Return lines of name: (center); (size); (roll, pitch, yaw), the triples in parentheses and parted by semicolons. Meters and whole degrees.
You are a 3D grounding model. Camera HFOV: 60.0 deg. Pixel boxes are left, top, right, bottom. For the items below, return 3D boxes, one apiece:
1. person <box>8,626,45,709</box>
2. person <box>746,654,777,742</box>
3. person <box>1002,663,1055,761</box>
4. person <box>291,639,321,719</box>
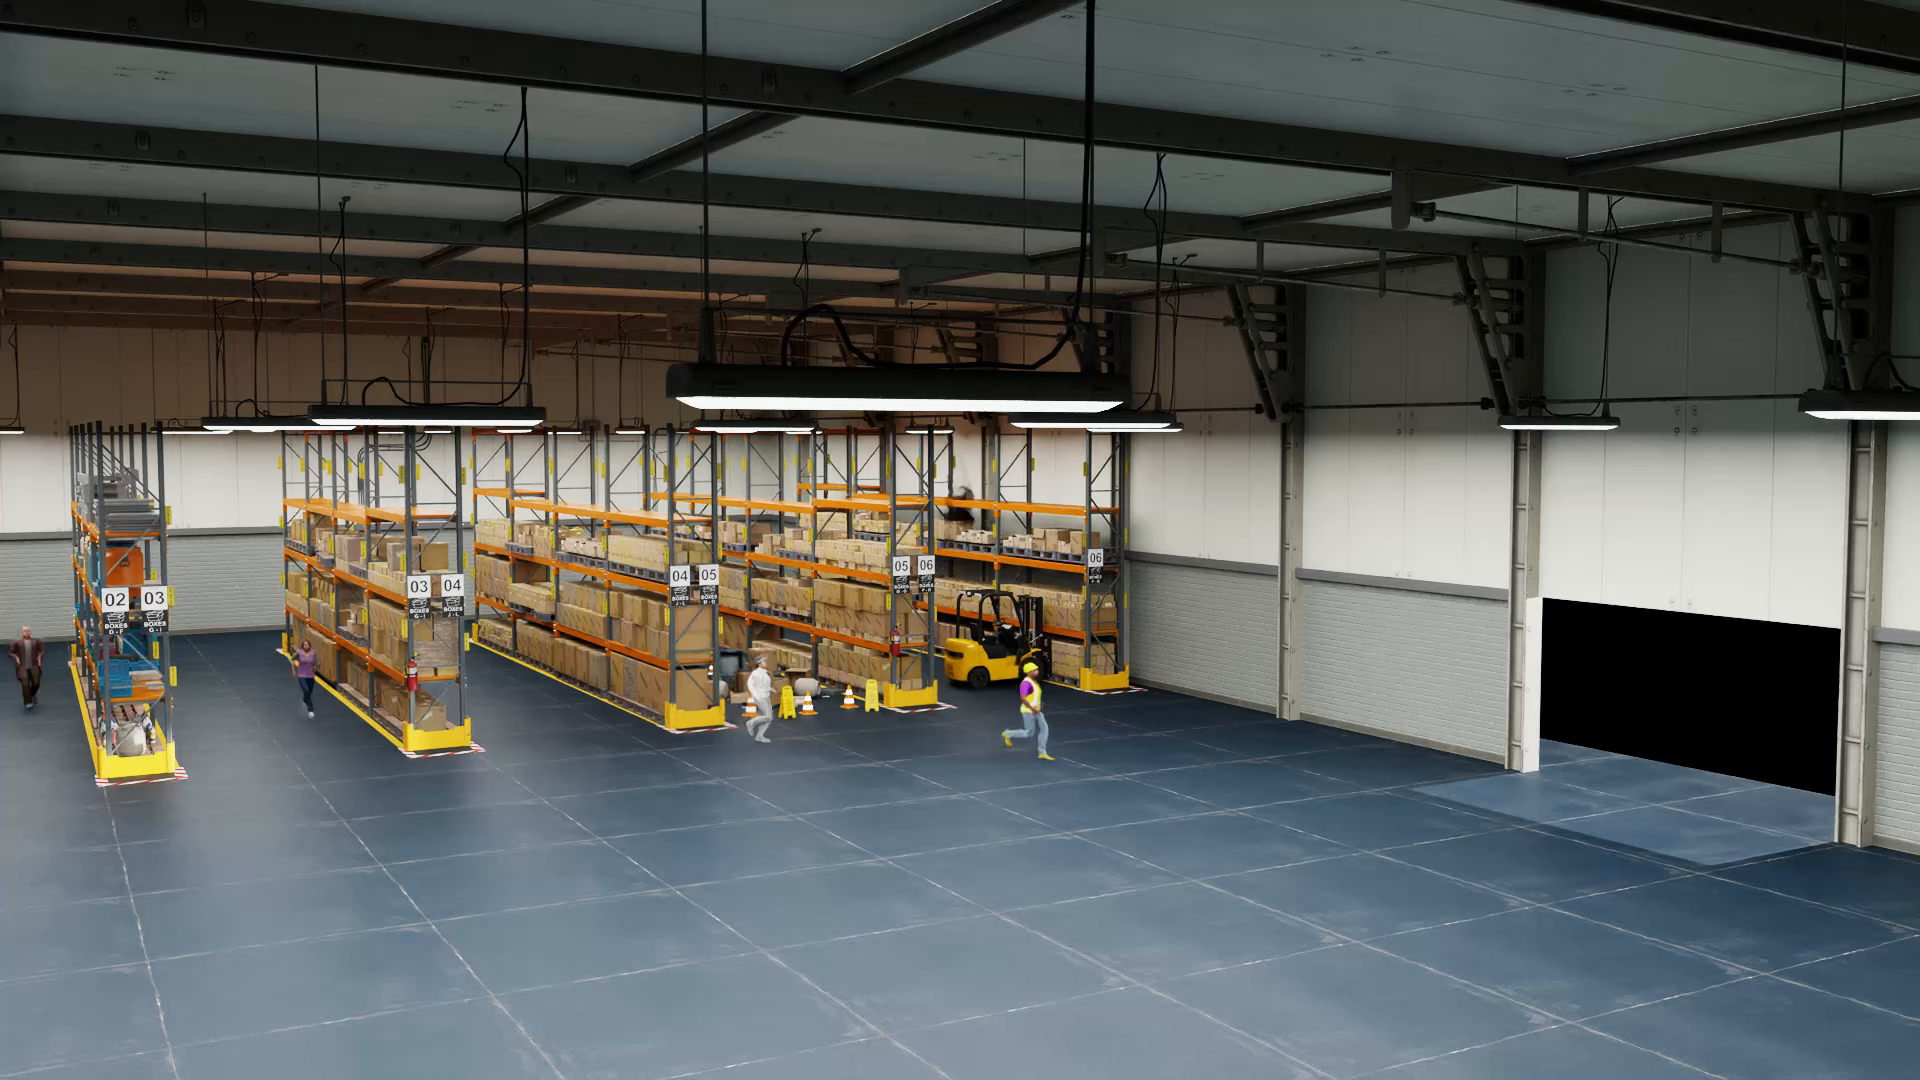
person: (-19.677, 2.690, 35.102); (0.705, 1.716, 0.661); (-3, 4, -37)
person: (-3.727, 2.968, 31.233); (0.524, 1.658, 0.670); (1, 4, 17)
person: (1.228, 3.052, 29.585); (0.944, 1.740, 0.688); (1, 4, 21)
person: (-13.404, 2.819, 34.106); (0.557, 1.597, 0.929); (-2, 4, -30)
